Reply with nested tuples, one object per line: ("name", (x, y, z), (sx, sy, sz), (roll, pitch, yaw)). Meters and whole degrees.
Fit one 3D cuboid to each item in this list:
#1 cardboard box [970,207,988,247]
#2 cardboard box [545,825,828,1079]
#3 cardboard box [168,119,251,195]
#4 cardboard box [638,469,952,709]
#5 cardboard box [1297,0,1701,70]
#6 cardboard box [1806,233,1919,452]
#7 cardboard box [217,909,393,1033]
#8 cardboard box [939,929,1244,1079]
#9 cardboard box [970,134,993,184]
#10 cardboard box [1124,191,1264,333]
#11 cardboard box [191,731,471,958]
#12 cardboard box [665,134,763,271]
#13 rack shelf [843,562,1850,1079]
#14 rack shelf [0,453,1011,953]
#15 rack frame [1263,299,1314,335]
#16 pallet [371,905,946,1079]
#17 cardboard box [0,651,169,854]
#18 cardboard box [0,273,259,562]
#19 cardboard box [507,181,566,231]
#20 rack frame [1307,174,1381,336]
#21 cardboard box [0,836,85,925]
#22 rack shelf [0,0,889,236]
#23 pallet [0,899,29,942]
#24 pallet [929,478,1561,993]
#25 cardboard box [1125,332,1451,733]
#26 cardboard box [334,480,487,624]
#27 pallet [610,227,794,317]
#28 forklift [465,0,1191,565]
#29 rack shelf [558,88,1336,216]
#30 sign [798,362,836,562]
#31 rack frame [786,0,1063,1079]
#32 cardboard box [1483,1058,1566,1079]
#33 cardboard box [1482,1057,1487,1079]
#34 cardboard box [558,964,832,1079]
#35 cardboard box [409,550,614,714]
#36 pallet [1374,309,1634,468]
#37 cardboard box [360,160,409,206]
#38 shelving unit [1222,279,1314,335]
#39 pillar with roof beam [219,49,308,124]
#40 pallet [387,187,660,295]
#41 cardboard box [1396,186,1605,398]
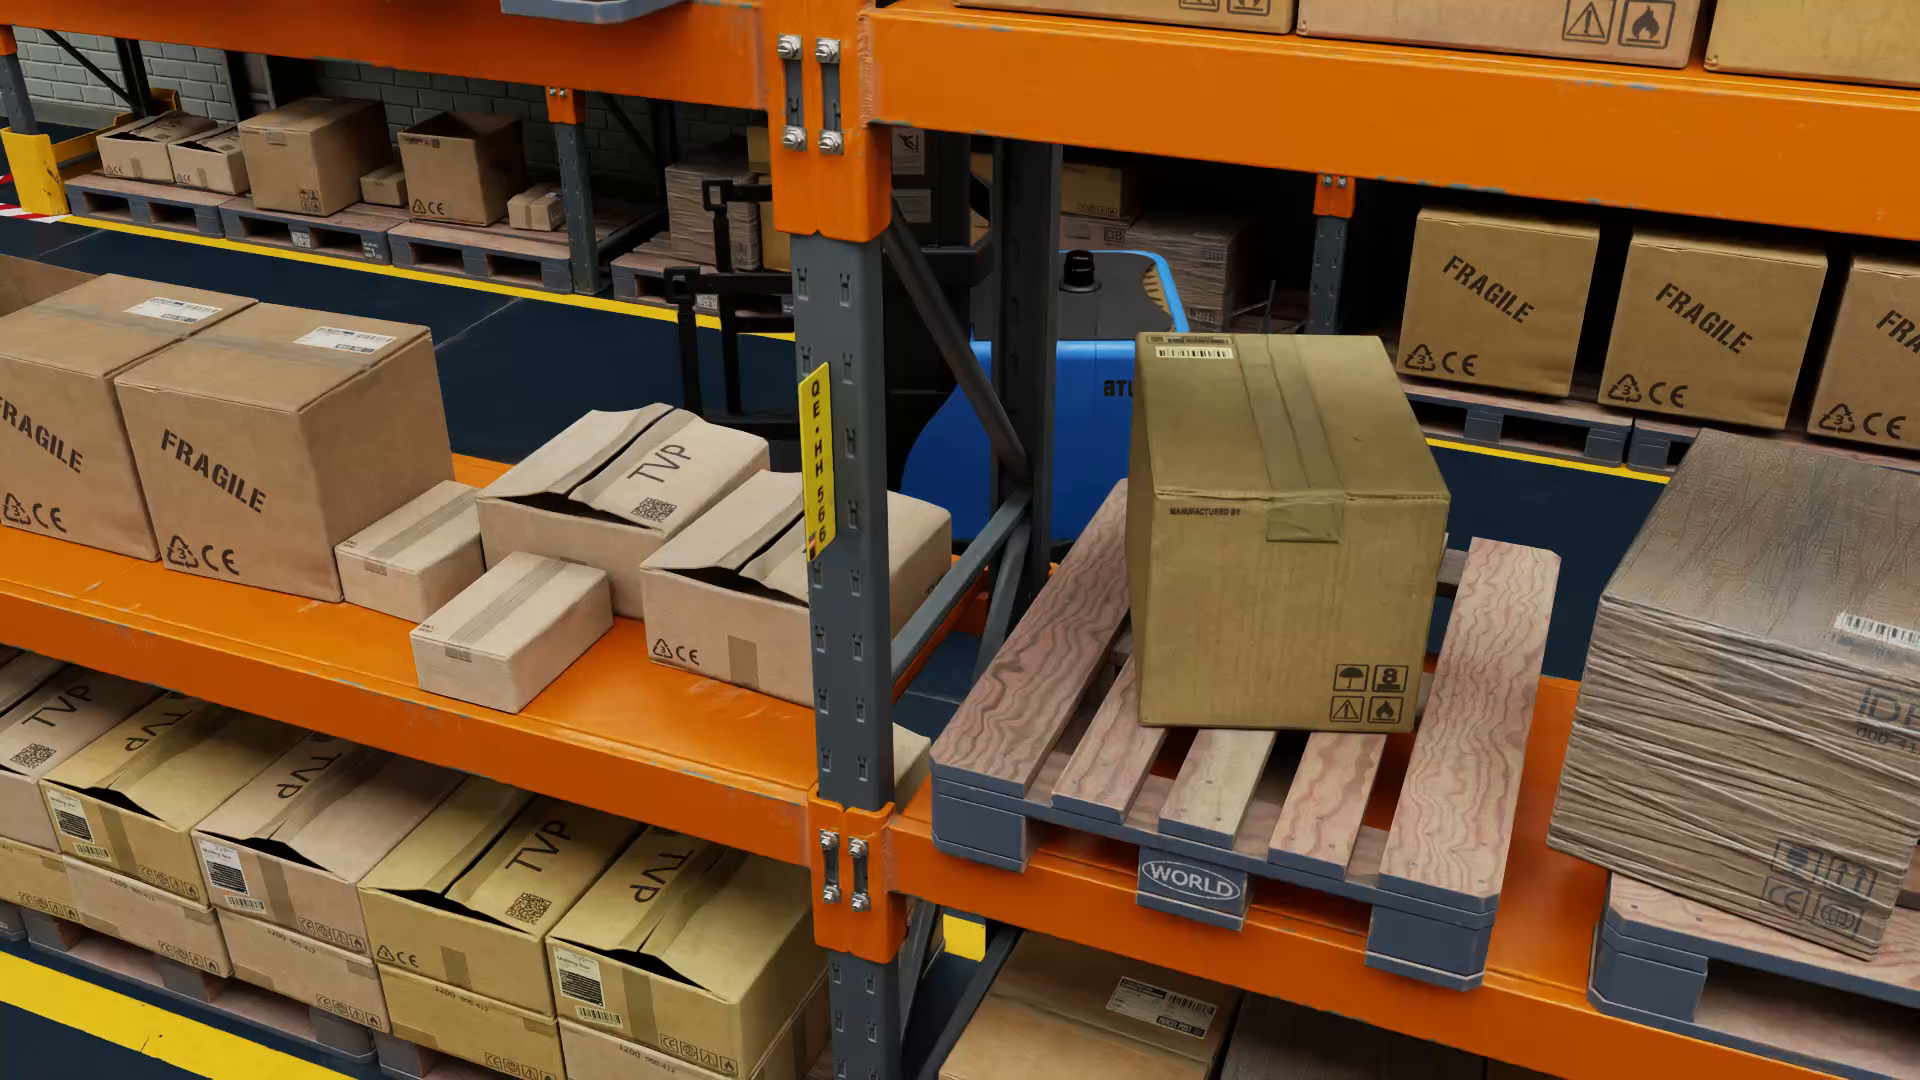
("cardboard box", (0.238, -1.575, 8.582), (0.500, 0.500, 0.700), (11, 31, 19))
("cardboard box", (-0.607, 0.910, 3.890), (0.500, 0.311, 0.500), (12, 32, 20))
("cardboard box", (-4.448, -2.362, 10.165), (0.500, 0.311, 0.500), (14, 32, 23))
("cardboard box", (-0.350, 0.076, 3.658), (0.500, 0.311, 0.500), (13, 32, 22))
("cardboard box", (0.860, -1.065, 2.437), (0.500, 0.500, 0.910), (11, 31, 19))
("cardboard box", (4.060, -0.866, 6.992), (0.750, 0.750, 0.750), (12, 32, 21))
("cardboard box", (-1.552, 0.964, 4.363), (0.500, 0.250, 0.500), (12, 32, 20))
("cardboard box", (0.285, 1.235, 3.609), (0.500, 0.500, 0.500), (13, 32, 21))
("cardboard box", (0.160, -1.901, 8.396), (0.500, 0.250, 0.500), (11, 31, 19))
("cardboard box", (1.143, -1.348, 8.179), (0.500, 0.500, 0.700), (12, 32, 20))
("cardboard box", (-1.558, 0.722, 4.222), (0.500, 0.311, 0.500), (11, 31, 19))
("cardboard box", (-1.188, -1.850, 9.068), (0.500, 0.500, 0.700), (12, 32, 21))
("rack shelf", (1.824, 0.807, 3.004), (4.000, 0.370, 1.077), (11, 31, 19))
("rack shelf", (-1.882, 0.067, 4.313), (4.000, 0.370, 1.077), (11, 31, 19))
("rack frame", (1.104, -0.310, 6.084), (0.240, 1.200, 0.006), (-21, 42, -33))
("pallet", (-0.777, 1.168, 4.469), (1.213, 0.211, 1.003), (11, 31, 19))
("cardboard box", (-2.504, 0.535, 4.554), (0.500, 0.311, 0.500), (10, 31, 17))
("cardboard box", (-2.078, -0.320, 4.166), (0.500, 0.500, 0.500), (11, 31, 19))
("cardboard box", (-2.384, -1.919, 9.528), (0.250, 0.166, 0.380), (7, 30, 13))
("rack frame", (1.830, -2.135, 7.479), (0.127, 3.000, 1.000), (11, 31, 19))
("cardboard box", (-2.501, 0.776, 4.697), (0.500, 0.250, 0.500), (10, 31, 18))
("rack shelf", (-1.882, -1.238, 3.575), (4.000, 0.370, 1.077), (11, 31, 19))
("pallet", (-3.038, 0.717, 5.267), (1.213, 0.211, 1.003), (11, 31, 19))
("pallet", (0.625, 0.301, 3.364), (1.003, 0.211, 1.213), (11, 31, 19))
("cardboard box", (0.597, -0.037, 3.239), (0.500, 0.500, 0.700), (1, 30, 2))
("cardboard box", (-1.232, 0.023, 3.916), (0.250, 0.149, 0.380), (14, 32, 23))
("pallet", (-1.155, -1.518, 9.221), (1.213, 0.211, 1.003), (11, 31, 19))
("forklift", (-0.676, -1.257, 5.995), (3.031, 2.935, 1.130), (0, 29, 0))
("rack shelf", (-0.023, -2.192, 8.311), (4.000, 0.370, 1.077), (11, 31, 19))
("sign", (-0.235, -0.126, 2.748), (0.005, 0.325, 0.100), (11, 31, 19))
("rack frame", (-0.029, 0.124, 3.482), (0.127, 3.000, 1.000), (11, 31, 19))
("cardboard box", (1.235, 1.425, 3.274), (0.500, 0.500, 0.500), (11, 31, 18))
("cardboard box", (1.405, 1.183, 3.702), (0.500, 0.500, 0.500), (10, 31, 17))
("cardboard box", (-0.608, 1.152, 4.030), (0.500, 0.250, 0.500), (12, 32, 20))
("cardboard box", (-0.966, 0.193, 3.615), (0.250, 0.149, 0.380), (11, 31, 19))
("pallet", (2.532, -0.741, 7.846), (1.213, 0.211, 1.003), (11, 31, 19))
("cardboard box", (-3.351, -2.131, 9.921), (0.250, 0.149, 0.380), (9, 31, 15))
("shelving unit", (1.047, -0.353, 6.141), (0.258, 1.200, 0.189), (-21, 42, -33))
("pillar with roof beam", (-6.228, -4.529, 5.617), (0.400, 9.000, 9.100), (11, 31, 19))
("pallet", (-2.512, -1.769, 9.666), (1.213, 0.211, 1.003), (11, 31, 19))
("cardboard box", (2.462, -1.186, 7.558), (0.750, 0.750, 0.750), (11, 31, 18))
